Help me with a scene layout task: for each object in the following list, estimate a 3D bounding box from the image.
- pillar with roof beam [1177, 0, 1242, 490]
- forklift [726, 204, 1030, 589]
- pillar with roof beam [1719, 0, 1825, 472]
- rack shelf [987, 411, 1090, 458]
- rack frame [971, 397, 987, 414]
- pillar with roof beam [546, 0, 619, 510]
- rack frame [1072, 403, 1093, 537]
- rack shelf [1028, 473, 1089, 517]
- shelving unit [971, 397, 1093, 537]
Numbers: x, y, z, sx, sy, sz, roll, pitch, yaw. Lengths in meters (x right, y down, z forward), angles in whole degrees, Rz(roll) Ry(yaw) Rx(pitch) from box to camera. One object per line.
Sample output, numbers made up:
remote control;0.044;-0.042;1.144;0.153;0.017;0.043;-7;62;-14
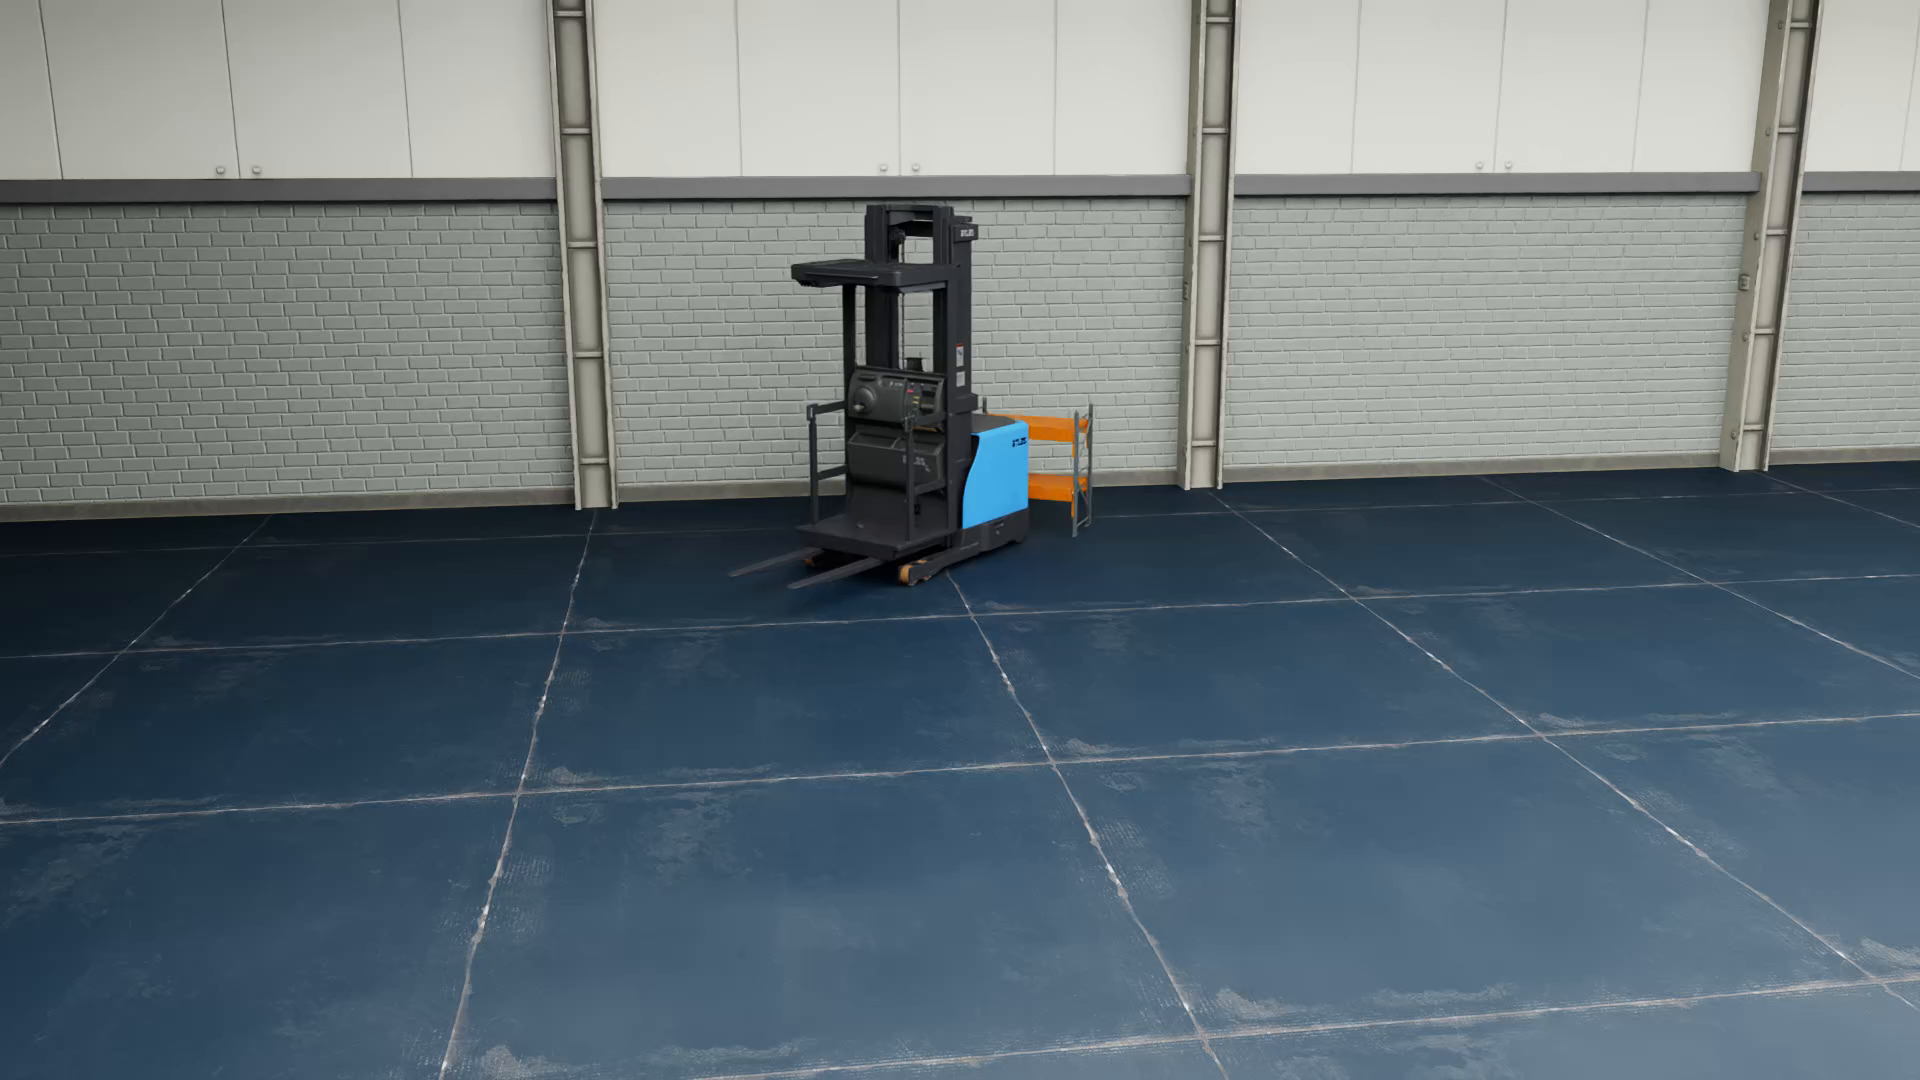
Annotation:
pillar with roof beam;3.074;-3.878;11.687;0.400;9.000;9.100;-2;14;-8
forklift;-0.647;-1.191;13.446;1.130;2.935;3.031;10;17;34
pillar with roof beam;9.007;-4.096;12.554;0.400;9.000;9.100;-2;14;-8
rack shelf;0.628;-0.959;15.031;1.000;0.278;0.538;5;15;20
rack frame;0.151;-0.718;15.272;0.032;1.125;0.500;5;15;20
pillar with roof beam;-2.859;-3.661;10.820;0.400;9.000;9.100;-2;14;-8
rack frame;1.105;-0.632;14.931;0.032;1.125;0.500;5;15;20
rack shelf;0.628;-0.438;15.161;1.000;0.278;0.538;5;15;20
shelving unit;0.628;-0.675;15.102;1.048;1.125;0.538;5;15;20
